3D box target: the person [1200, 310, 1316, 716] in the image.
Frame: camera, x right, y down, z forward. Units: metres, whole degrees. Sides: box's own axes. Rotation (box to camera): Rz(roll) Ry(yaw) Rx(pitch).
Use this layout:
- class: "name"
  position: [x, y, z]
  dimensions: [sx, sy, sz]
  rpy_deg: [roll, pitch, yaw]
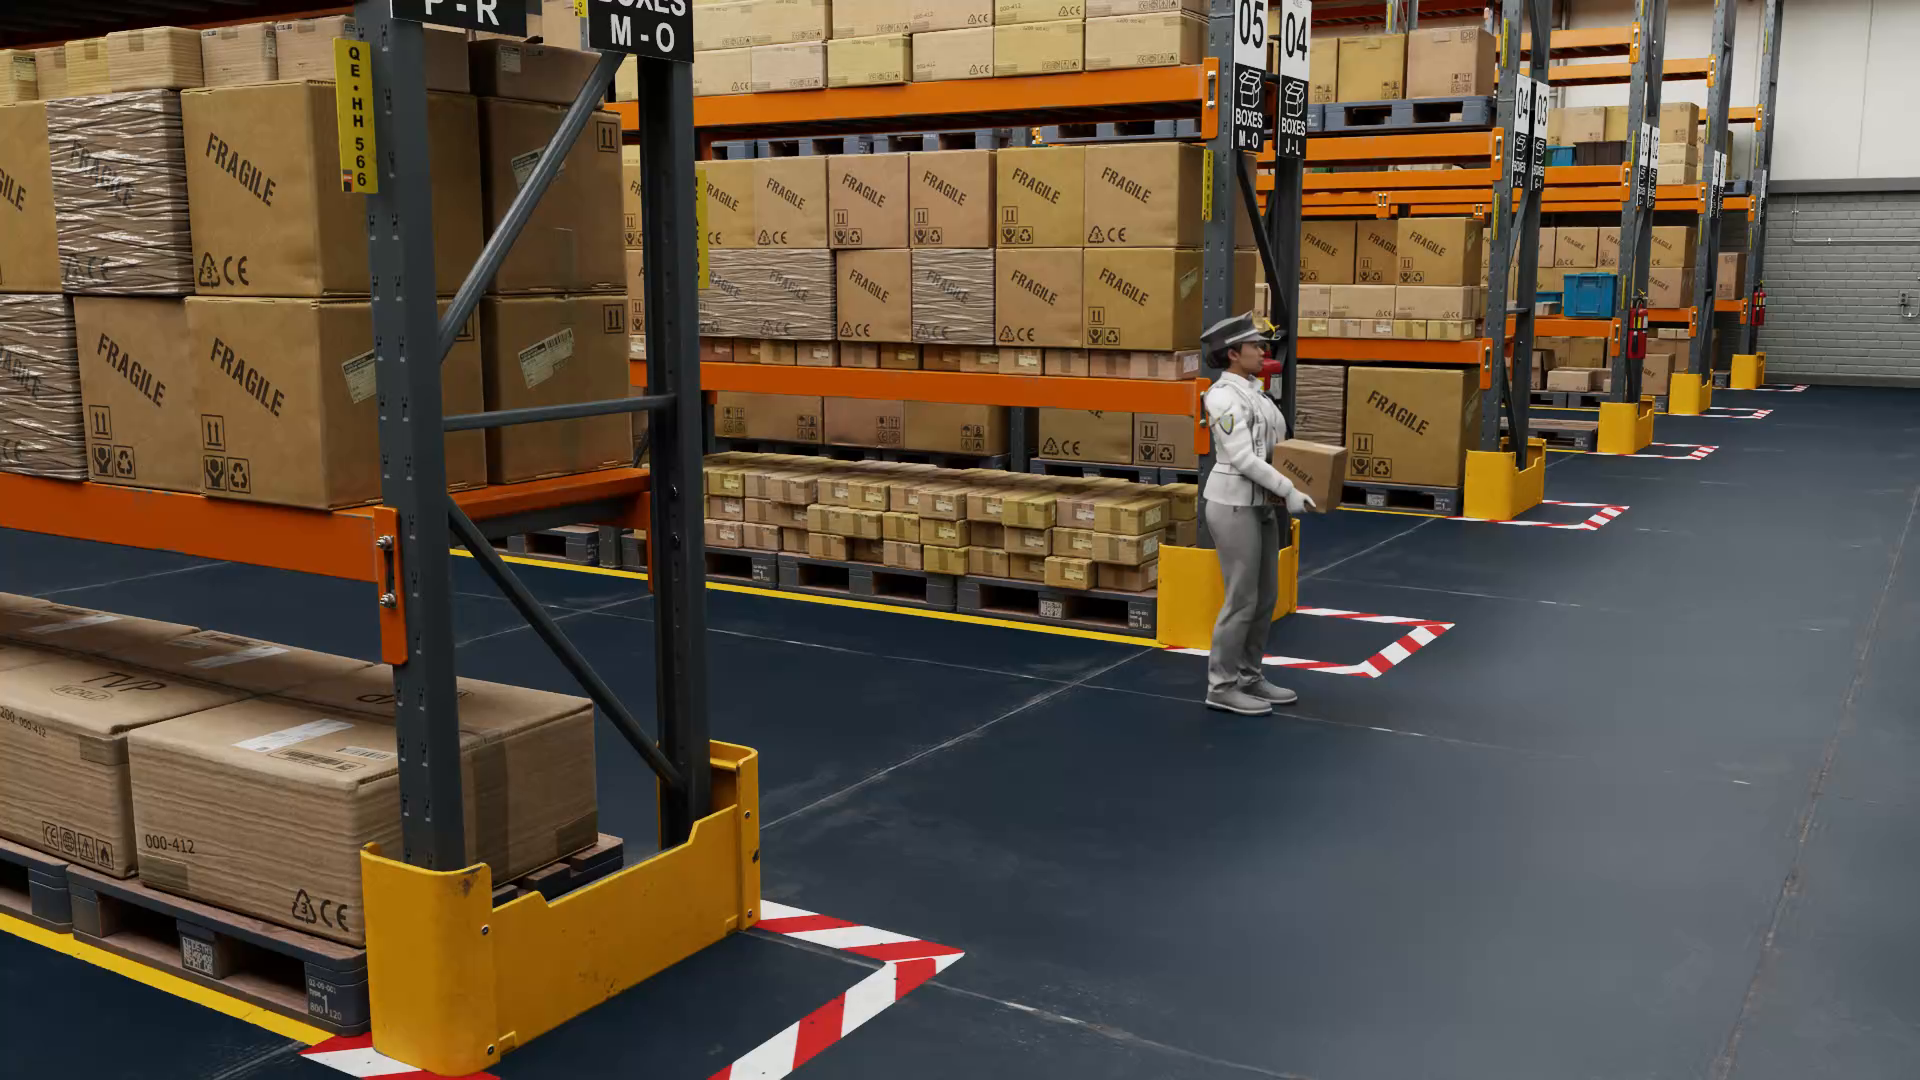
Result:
- class: "person"
  position: [1.263, -0.119, 7.023]
  dimensions: [0.555, 1.686, 0.459]
  rpy_deg: [5, 11, 26]
